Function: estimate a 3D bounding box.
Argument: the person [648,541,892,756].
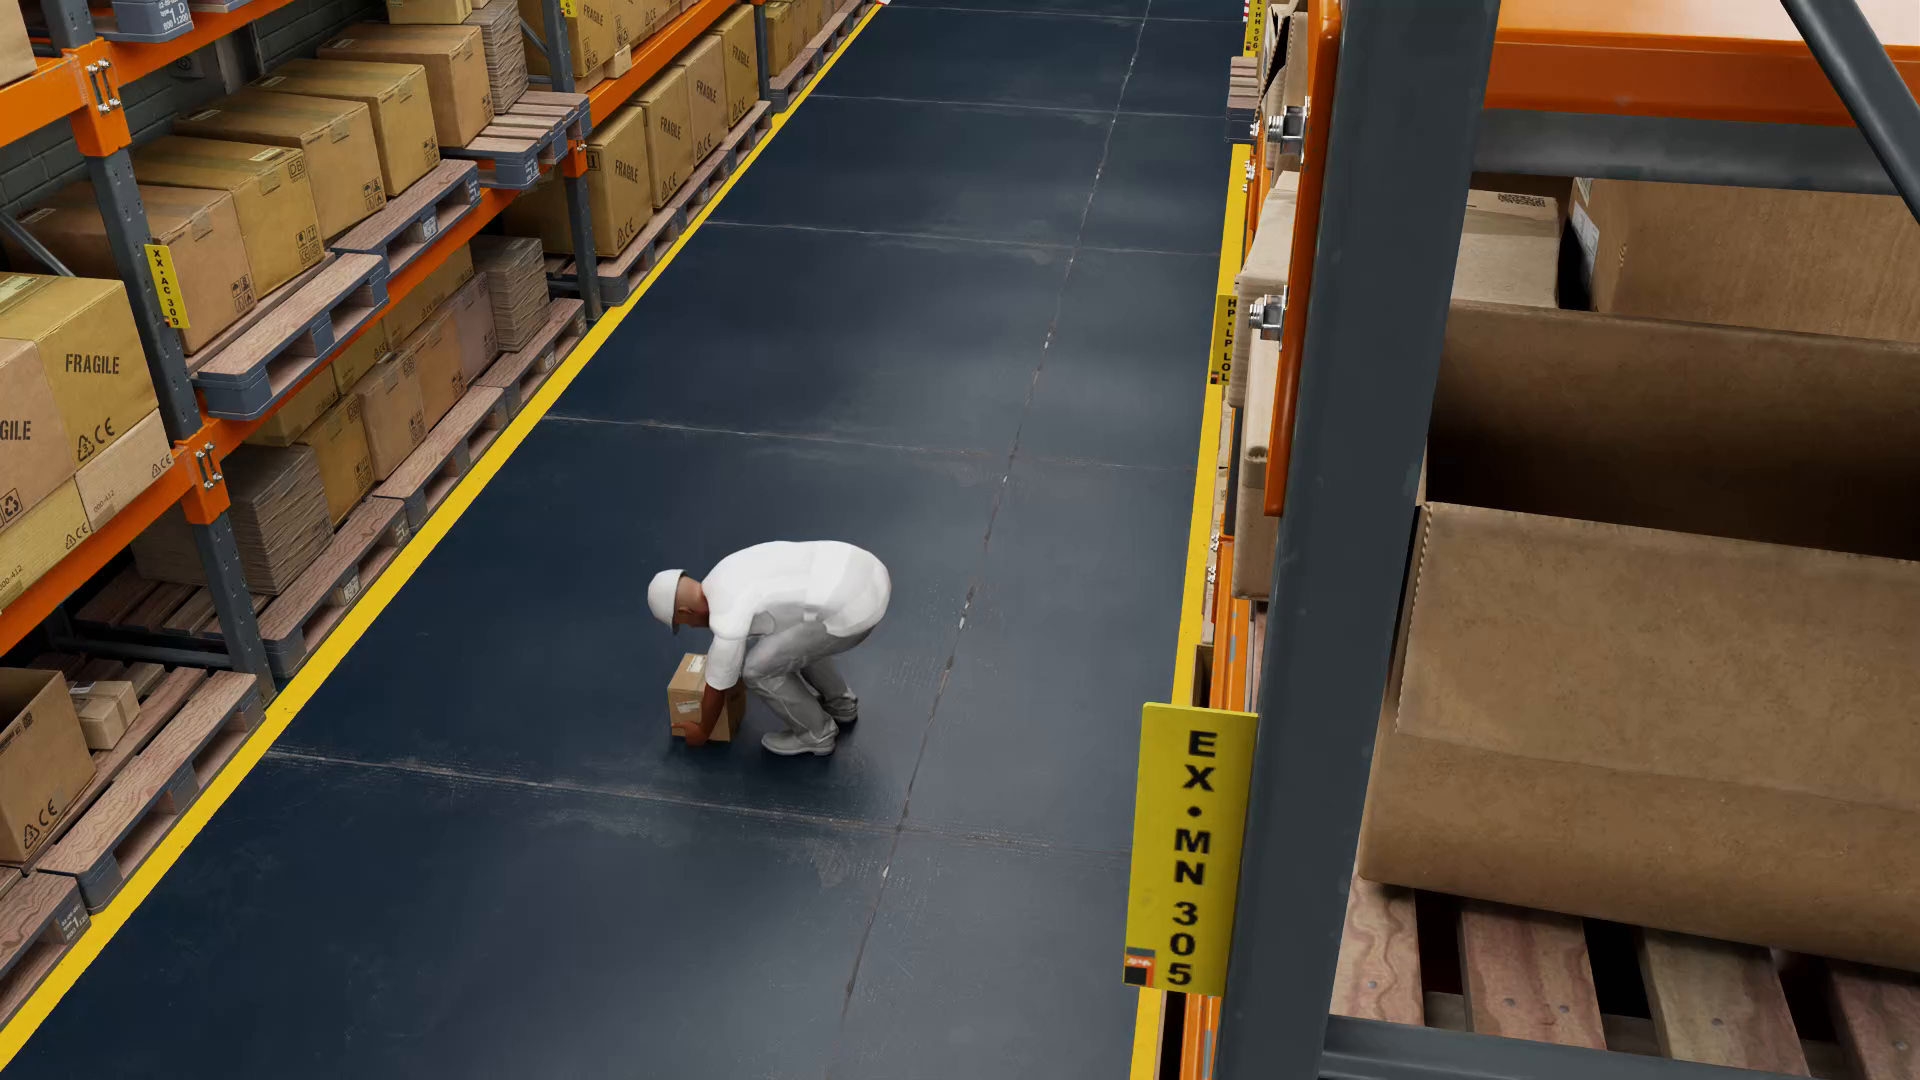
[{"bbox_3d":[-0.769,0.425,6.761,0.977,0.907,0.515,4,32,6],"label":"person"}]
